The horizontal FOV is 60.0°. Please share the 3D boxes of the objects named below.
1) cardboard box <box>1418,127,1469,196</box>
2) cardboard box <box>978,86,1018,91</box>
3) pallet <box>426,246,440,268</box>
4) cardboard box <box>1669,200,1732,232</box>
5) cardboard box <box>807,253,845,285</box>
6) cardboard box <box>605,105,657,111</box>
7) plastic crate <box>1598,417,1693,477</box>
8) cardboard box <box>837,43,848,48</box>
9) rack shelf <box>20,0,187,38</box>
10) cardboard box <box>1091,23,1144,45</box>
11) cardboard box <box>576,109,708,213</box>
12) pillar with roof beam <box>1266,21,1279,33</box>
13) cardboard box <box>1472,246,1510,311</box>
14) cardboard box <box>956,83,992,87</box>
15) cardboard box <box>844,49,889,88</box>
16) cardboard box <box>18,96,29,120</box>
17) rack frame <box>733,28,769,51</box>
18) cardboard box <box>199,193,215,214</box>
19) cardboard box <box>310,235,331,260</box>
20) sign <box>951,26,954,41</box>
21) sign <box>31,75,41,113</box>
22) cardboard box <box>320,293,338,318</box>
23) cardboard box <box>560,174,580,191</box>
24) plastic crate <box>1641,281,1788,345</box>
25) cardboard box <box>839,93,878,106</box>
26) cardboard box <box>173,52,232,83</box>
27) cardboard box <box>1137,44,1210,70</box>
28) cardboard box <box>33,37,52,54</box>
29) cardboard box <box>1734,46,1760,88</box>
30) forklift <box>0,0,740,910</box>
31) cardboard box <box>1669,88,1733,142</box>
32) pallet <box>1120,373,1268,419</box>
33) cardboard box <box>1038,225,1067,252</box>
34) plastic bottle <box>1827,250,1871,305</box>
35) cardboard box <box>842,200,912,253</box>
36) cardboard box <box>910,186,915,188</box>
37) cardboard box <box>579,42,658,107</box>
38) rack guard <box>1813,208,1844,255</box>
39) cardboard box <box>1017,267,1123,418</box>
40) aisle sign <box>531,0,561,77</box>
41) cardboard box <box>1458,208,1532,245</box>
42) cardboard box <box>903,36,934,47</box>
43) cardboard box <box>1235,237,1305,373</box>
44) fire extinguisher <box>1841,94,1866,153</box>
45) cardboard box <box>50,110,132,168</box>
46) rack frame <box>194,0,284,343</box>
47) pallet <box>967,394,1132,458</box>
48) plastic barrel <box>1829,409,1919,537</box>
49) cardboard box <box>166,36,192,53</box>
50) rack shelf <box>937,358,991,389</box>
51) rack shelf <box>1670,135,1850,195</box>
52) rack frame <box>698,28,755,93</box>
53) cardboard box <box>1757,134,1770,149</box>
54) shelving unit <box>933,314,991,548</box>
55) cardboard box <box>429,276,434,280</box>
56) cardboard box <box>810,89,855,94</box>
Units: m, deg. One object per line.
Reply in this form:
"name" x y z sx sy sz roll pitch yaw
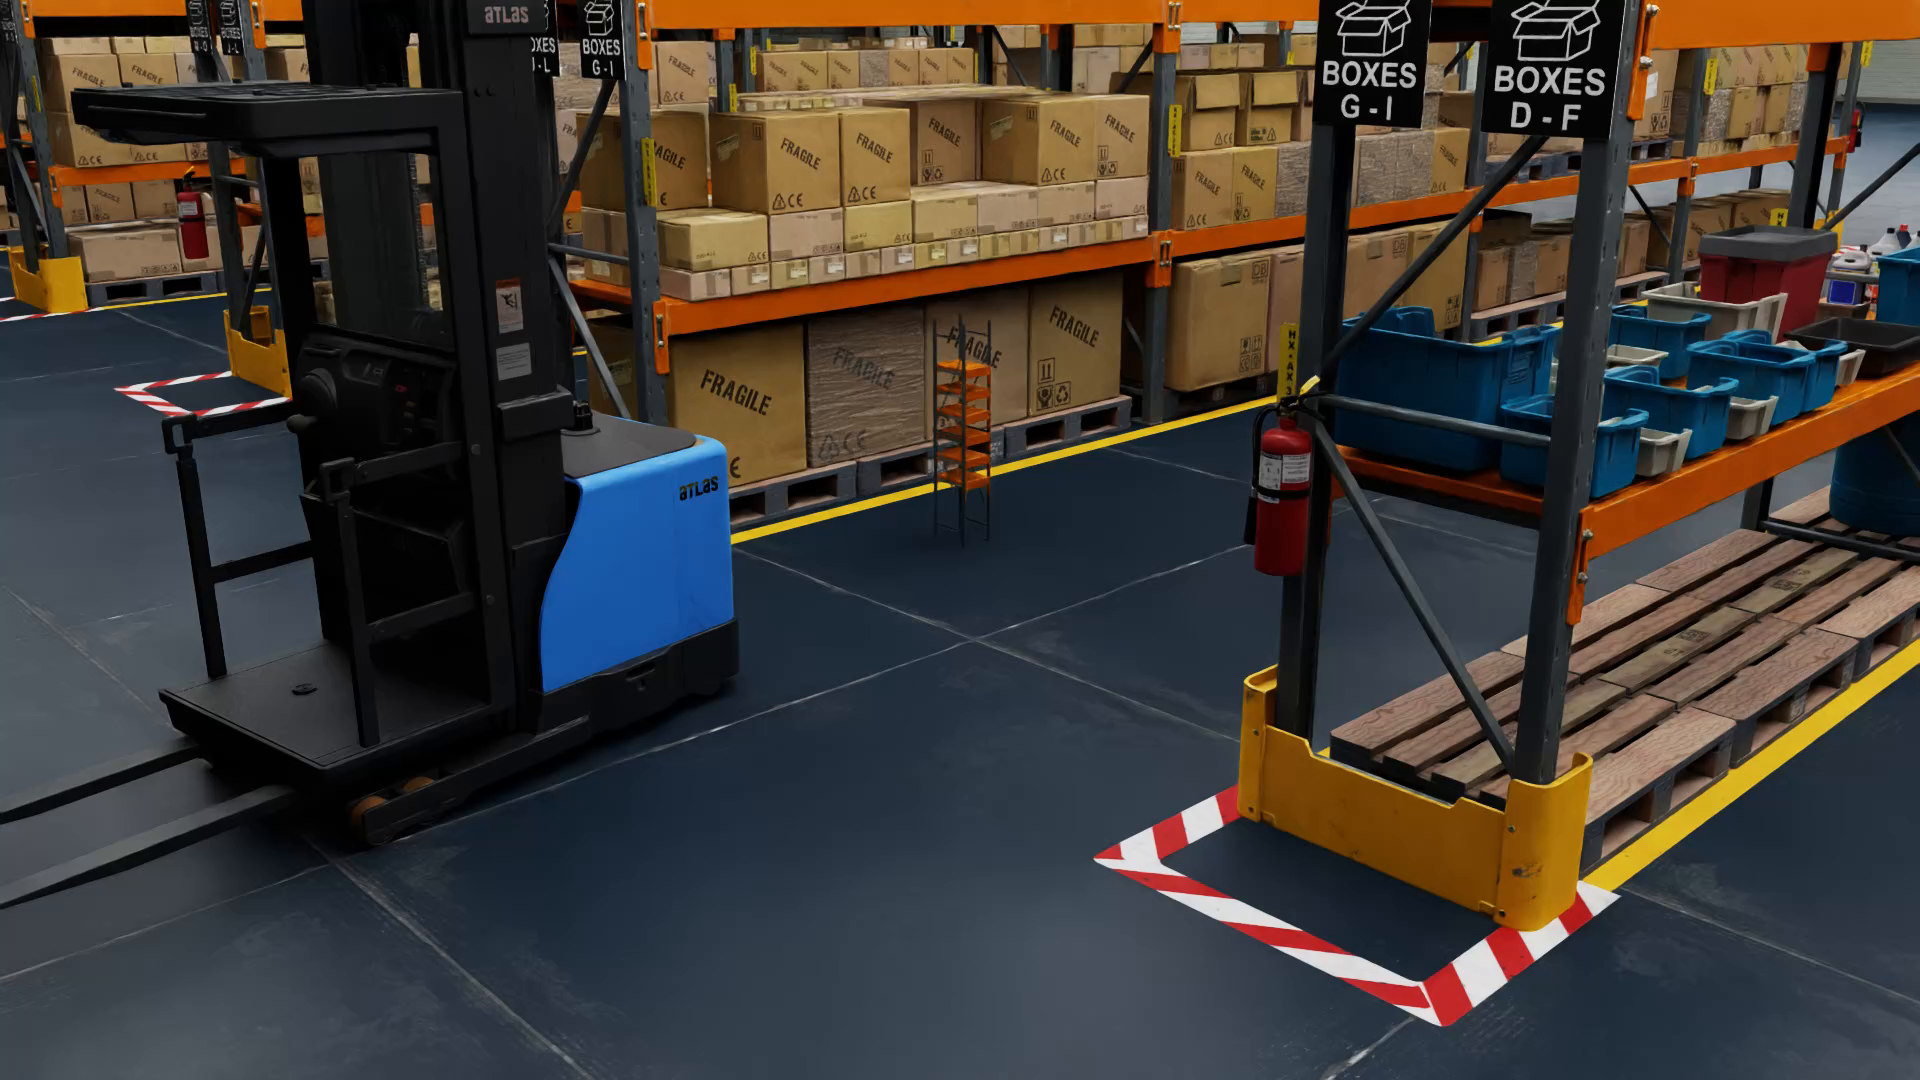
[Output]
"cardboard box" 3.725 -3.060 13.396 0.500 0.500 0.500 -15 23 -39
"cardboard box" 0.354 -4.409 16.482 0.250 0.149 0.380 -17 24 -41
"pallet" -6.408 -3.075 18.128 1.213 0.211 1.003 -16 24 -41
"cardboard box" 7.946 -3.379 17.914 0.500 0.500 0.500 15 23 39
"cardboard box" -0.855 -1.523 9.227 0.250 0.149 0.380 -17 24 -42
"cardboard box" -2.863 -3.371 13.874 0.500 0.500 0.500 -17 25 -42
"plastic crate" 2.199 -0.298 5.371 0.298 0.136 0.250 -16 24 -41
"cardboard box" -1.916 -8.199 27.712 0.250 0.149 0.380 -16 24 -41
"rack shelf" -7.255 -5.206 16.482 4.000 0.370 1.077 -16 24 -41
"cardboard box" 2.324 -7.490 24.958 0.500 0.500 0.700 -16 24 -40
"cardboard box" -1.726 -2.066 9.039 0.500 0.500 0.500 -16 24 -40
"pillar with roof beam" 10.057 -12.686 33.522 0.400 9.000 9.100 -16 24 -41
"cardboard box" 4.387 -2.339 14.675 0.700 0.500 0.500 16 24 41
"cardboard box" 0.107 -4.613 17.111 0.250 0.149 0.380 -16 24 -41
"cardboard box" -1.285 -6.156 21.782 0.500 0.500 0.500 17 24 42
"cardboard box" -10.874 -5.130 19.706 0.500 0.250 0.500 -17 24 -42
"rack frame" -3.402 -7.352 26.798 0.127 3.000 1.000 -16 24 -41
"cardboard box" -9.677 -4.297 21.126 0.258 0.266 0.396 -15 23 -39
"cardboard box" -6.981 -3.228 17.550 0.875 0.438 0.875 17 25 42
"sign" -0.132 -8.739 28.813 0.005 0.325 0.100 -16 24 -41
"sign" -8.331 -4.022 14.993 0.005 0.325 0.100 -16 24 -41
"cardboard box" -4.619 -1.772 12.562 0.380 0.149 0.250 17 24 41
"cardboard box" -3.324 -2.948 13.620 0.250 0.149 0.380 -17 24 -42
"plastic crate" 3.174 -0.905 7.006 0.530 0.282 0.437 -16 24 -41
"cardboard box" -0.970 -4.022 15.289 0.250 0.149 0.380 -17 24 -41
"cardboard box" -7.424 -4.481 16.158 0.500 0.500 0.500 -16 24 -41
"cardboard box" 2.389 -5.353 18.848 0.500 0.500 0.700 -16 24 -40
"cardboard box" -8.585 -4.651 15.630 0.250 0.149 0.380 -16 24 -40
"cardboard box" 7.684 -4.829 16.750 0.500 0.500 0.500 -16 24 -41
"forklift" -2.236 -0.513 5.813 1.130 2.935 3.031 14 22 36
"cardboard box" 7.190 -4.290 16.710 0.500 0.500 0.875 -16 24 -41
"pallet" 1.516 -1.179 12.278 1.213 0.211 1.003 -16 24 -41
"cardboard box" 0.450 -1.904 10.400 0.250 0.149 0.380 -16 24 -40
"plastic bottle" 4.474 -1.312 8.368 0.135 0.276 0.152 -16 24 -41
"cardboard box" -0.624 -1.806 9.451 0.500 0.250 0.500 17 25 42
"cardboard box" -0.615 -2.036 10.161 0.500 0.250 0.500 -16 24 -41
"cardboard box" -2.855 -3.851 13.734 0.500 0.500 0.500 17 25 42
"rack guard" 9.671 -3.662 19.470 0.348 0.500 1.175 -16 24 -41
"cardboard box" 0.473 -1.392 11.178 0.875 0.875 0.875 -16 24 -41
"aisle sign" -2.158 -2.766 8.436 0.004 0.787 0.394 -16 24 -41
"cardboard box" 4.758 -2.813 14.920 0.500 0.250 0.500 -13 22 -35
"cardboard box" -0.573 -6.918 23.080 0.250 0.149 0.380 -16 24 -41
"cardboard box" 2.107 -1.843 12.571 1.225 0.875 0.875 17 24 42
"fire extinguisher" 10.126 -4.752 18.902 0.183 0.674 0.296 -16 24 -41
"cardboard box" -8.162 -3.783 15.626 0.500 0.500 0.500 -17 24 -41
"rack frame" -5.234 -2.610 12.171 0.127 3.000 1.000 -16 24 -41
"pallet" 0.401 -0.855 11.278 1.213 0.211 1.003 -16 24 -41
"plastic barrel" 4.817 -0.528 8.470 0.708 0.901 0.600 -16 24 -41
"cardboard box" -7.517 -4.771 16.001 0.250 0.149 0.380 -16 24 -40
"rack shelf" 0.011 -0.874 8.712 0.180 0.103 0.258 -16 24 -41
"rack shelf" 8.273 -4.101 17.938 4.000 0.370 1.077 -16 24 -41
"rack frame" -2.895 -5.393 20.755 0.127 3.000 1.000 -16 24 -41
"cardboard box" 8.264 -4.199 17.480 0.250 0.149 0.380 -16 24 -41
"shelving unit" 0.011 -0.574 8.809 0.189 1.200 0.258 -16 24 -41
"cardboard box" -4.468 -2.070 13.483 0.380 0.149 0.250 17 24 42
"cardboard box" -1.222 -4.226 15.916 0.380 0.149 0.250 17 24 41
